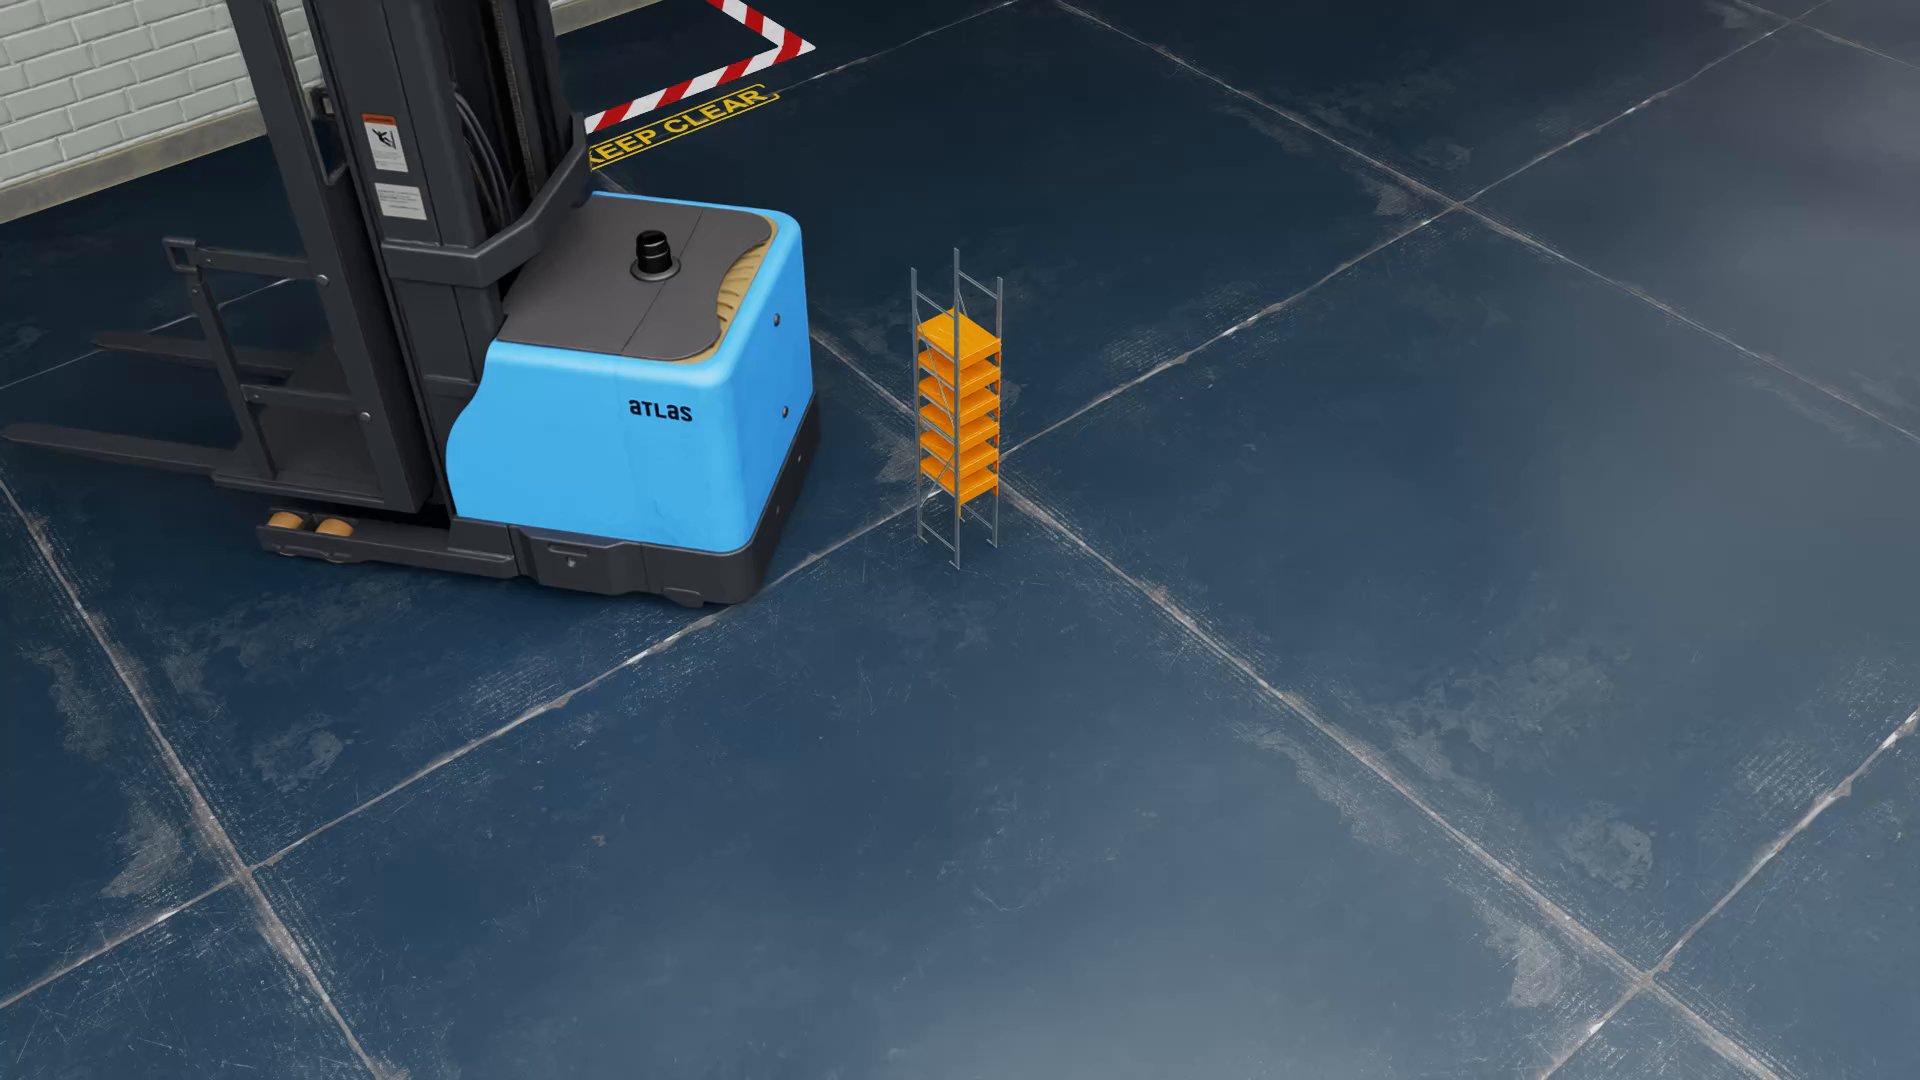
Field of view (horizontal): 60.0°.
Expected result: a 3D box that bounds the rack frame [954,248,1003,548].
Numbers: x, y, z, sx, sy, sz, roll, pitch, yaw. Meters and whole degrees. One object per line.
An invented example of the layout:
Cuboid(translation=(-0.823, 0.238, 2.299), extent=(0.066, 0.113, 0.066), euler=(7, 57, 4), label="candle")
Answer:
Cuboid(translation=(0.059, -0.471, 5.875), extent=(0.006, 1.200, 0.240), euler=(-30, 51, -28), label="rack frame")

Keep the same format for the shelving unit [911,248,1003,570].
Cuboid(translation=(-0.011, -0.431, 5.832), extent=(0.189, 1.200, 0.258), euler=(-30, 51, -28), label="shelving unit")

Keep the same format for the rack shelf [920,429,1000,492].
Cuboid(translation=(-0.011, -0.311, 5.945), extent=(0.180, 0.103, 0.258), euler=(-30, 51, -28), label="rack shelf")

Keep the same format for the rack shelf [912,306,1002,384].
Cuboid(translation=(-0.011, -0.661, 5.616), extent=(0.180, 0.103, 0.258), euler=(-30, 51, -28), label="rack shelf")

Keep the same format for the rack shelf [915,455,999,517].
Cuboid(translation=(-0.011, -0.224, 6.027), extent=(0.180, 0.103, 0.258), euler=(-30, 51, -28), label="rack shelf")

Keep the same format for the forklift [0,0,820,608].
Cuboid(translation=(-2.122, -1.329, 5.524), extent=(3.031, 2.935, 1.130), euler=(8, 44, 8), label="forklift")

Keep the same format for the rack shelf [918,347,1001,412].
Cuboid(translation=(-0.011, -0.574, 5.699), extent=(0.180, 0.103, 0.258), euler=(-30, 51, -28), label="rack shelf")

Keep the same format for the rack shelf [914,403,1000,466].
Cuboid(translation=(-0.011, -0.399, 5.863), extent=(0.180, 0.103, 0.258), euler=(-30, 51, -28), label="rack shelf")

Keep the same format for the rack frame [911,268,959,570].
Cuboid(translation=(-0.081, -0.391, 5.790), extent=(0.006, 1.200, 0.240), euler=(-30, 51, -28), label="rack frame")

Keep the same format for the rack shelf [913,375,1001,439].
Cuboid(translation=(-0.011, -0.486, 5.781), extent=(0.180, 0.103, 0.258), euler=(-30, 51, -28), label="rack shelf")
